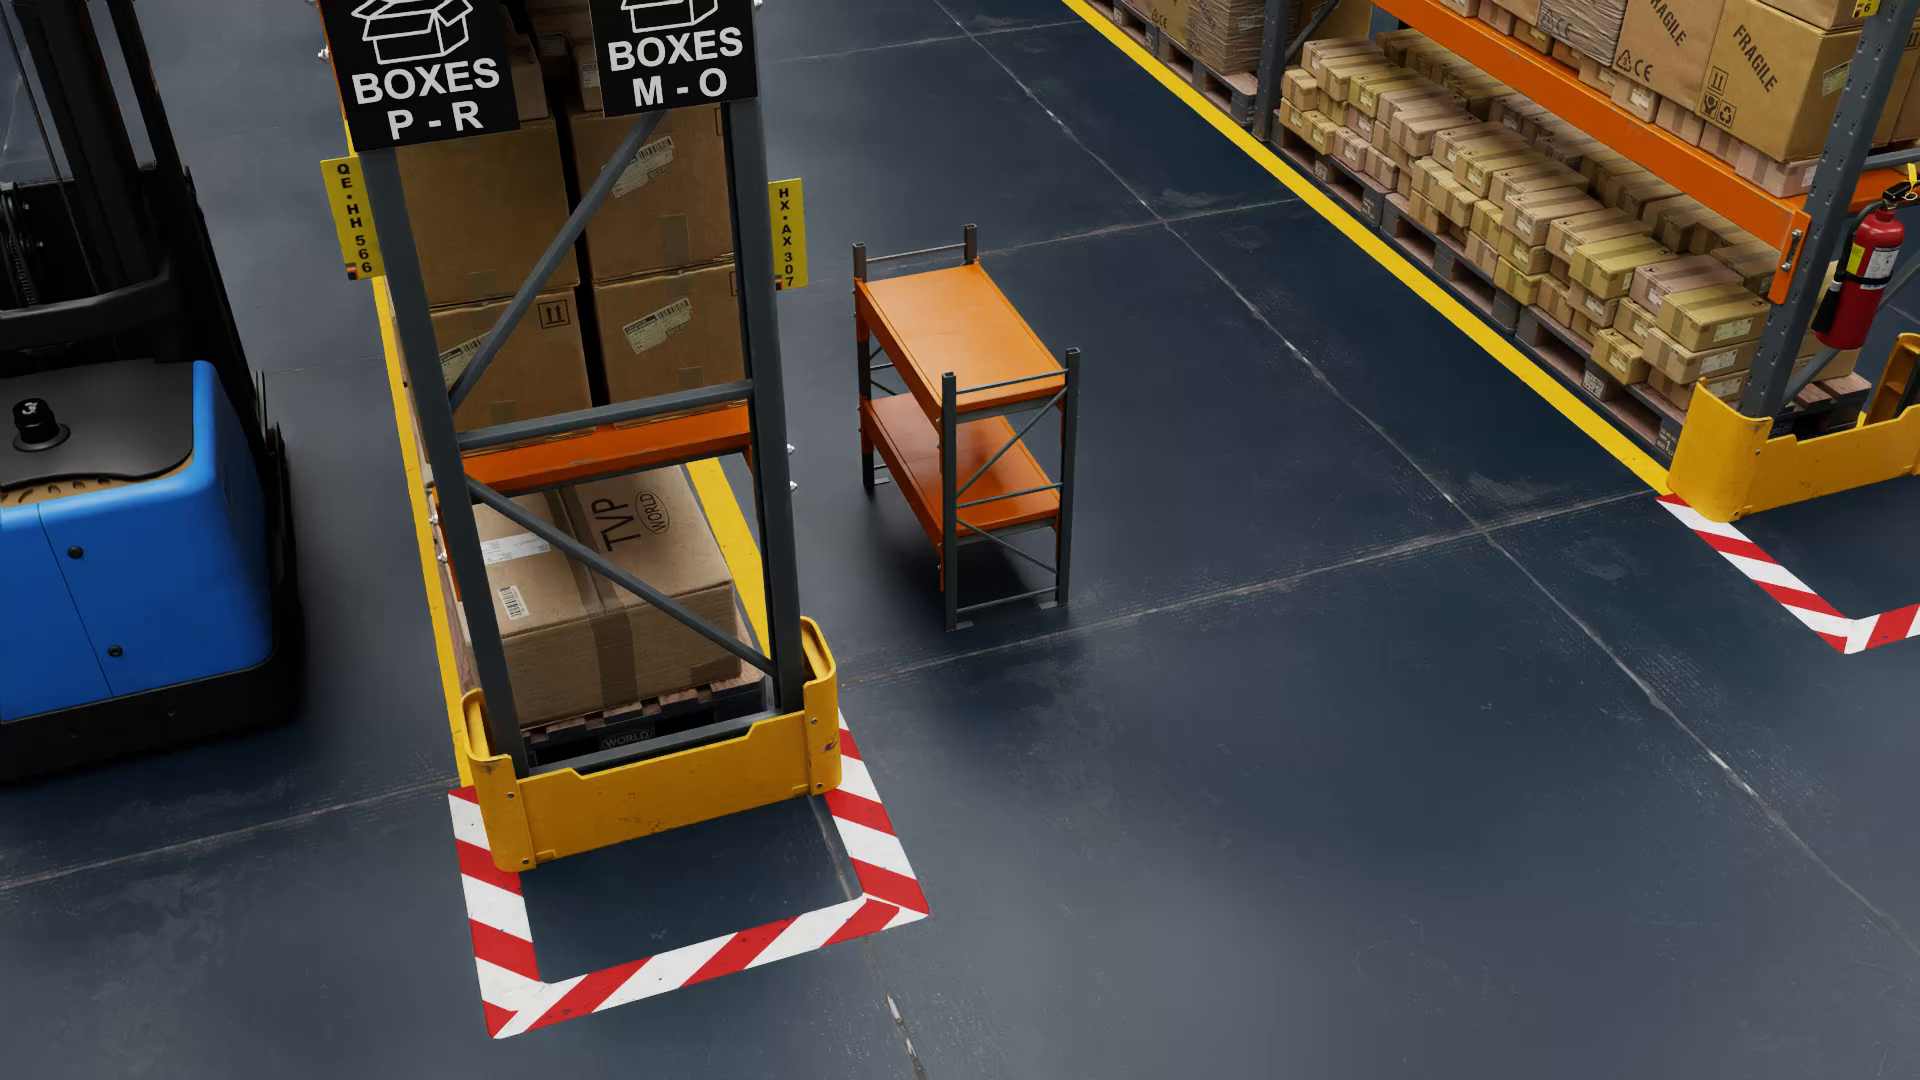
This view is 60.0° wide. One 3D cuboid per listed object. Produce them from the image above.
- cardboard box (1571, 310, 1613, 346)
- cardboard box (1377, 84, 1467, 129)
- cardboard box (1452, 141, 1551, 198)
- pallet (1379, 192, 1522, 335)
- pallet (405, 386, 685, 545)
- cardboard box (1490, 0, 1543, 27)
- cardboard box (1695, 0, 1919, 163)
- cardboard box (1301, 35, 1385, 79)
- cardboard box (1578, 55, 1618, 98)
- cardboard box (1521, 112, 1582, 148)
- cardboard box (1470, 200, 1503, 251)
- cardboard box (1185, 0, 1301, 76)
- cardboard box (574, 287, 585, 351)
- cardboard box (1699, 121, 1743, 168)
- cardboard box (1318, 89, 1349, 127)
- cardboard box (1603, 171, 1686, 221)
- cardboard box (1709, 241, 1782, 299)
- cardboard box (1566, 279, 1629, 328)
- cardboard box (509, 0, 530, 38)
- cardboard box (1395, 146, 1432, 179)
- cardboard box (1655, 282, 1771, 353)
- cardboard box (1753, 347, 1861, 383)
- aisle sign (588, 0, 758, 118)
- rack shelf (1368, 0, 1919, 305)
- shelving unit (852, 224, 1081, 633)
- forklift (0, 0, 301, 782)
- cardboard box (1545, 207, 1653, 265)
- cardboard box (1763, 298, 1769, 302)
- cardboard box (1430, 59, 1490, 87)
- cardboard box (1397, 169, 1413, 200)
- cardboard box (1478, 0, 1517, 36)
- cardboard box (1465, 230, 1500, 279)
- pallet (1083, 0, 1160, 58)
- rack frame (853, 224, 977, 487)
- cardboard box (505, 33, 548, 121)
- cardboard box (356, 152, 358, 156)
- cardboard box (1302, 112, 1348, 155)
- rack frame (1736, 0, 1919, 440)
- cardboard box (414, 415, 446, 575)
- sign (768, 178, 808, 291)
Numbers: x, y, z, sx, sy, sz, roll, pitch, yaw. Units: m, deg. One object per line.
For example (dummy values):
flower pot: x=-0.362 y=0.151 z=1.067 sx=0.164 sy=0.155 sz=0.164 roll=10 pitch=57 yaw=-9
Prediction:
cardboard box: x=3.043 y=-1.007 z=7.614 sx=0.380 sy=0.149 sz=0.250 roll=-13 pitch=39 yaw=-16
cardboard box: x=2.445 y=-2.278 z=8.807 sx=0.380 sy=0.149 sz=0.250 roll=-13 pitch=39 yaw=-17
cardboard box: x=2.675 y=-1.833 z=8.216 sx=0.380 sy=0.149 sz=0.250 roll=-12 pitch=39 yaw=-16
pallet: x=2.925 y=-1.516 z=8.587 sx=1.003 sy=0.211 sz=1.213 roll=-12 pitch=39 yaw=-16
pallet: x=-1.764 y=-0.360 z=7.053 sx=1.003 sy=0.211 sz=1.213 roll=-12 pitch=39 yaw=-16
cardboard box: x=2.700 y=-2.652 z=7.447 sx=0.500 sy=0.500 sz=0.500 roll=-11 pitch=38 yaw=-14
cardboard box: x=3.217 y=-1.792 z=6.305 sx=0.500 sy=0.500 sz=0.500 roll=-12 pitch=39 yaw=-15
cardboard box: x=2.161 y=-2.721 z=9.395 sx=0.380 sy=0.149 sz=0.250 roll=-11 pitch=38 yaw=-14
cardboard box: x=2.913 y=-2.039 z=7.172 sx=0.380 sy=0.149 sz=0.250 roll=-14 pitch=39 yaw=-18
cardboard box: x=3.122 y=-2.090 z=8.557 sx=0.380 sy=0.149 sz=0.250 roll=-14 pitch=39 yaw=-18
cardboard box: x=2.722 y=-1.551 z=8.089 sx=0.380 sy=0.149 sz=0.250 roll=-11 pitch=38 yaw=-14
cardboard box: x=1.746 y=-3.227 z=10.270 sx=0.500 sy=0.500 sz=0.500 roll=-13 pitch=39 yaw=-17
cardboard box: x=-1.095 y=-1.001 z=5.502 sx=0.500 sy=0.500 sz=0.500 roll=-13 pitch=39 yaw=-17
cardboard box: x=3.186 y=-1.606 z=6.598 sx=0.380 sy=0.149 sz=0.250 roll=-13 pitch=39 yaw=-16
cardboard box: x=2.233 y=-2.444 z=9.275 sx=0.380 sy=0.149 sz=0.250 roll=-12 pitch=39 yaw=-16
cardboard box: x=3.328 y=-1.646 z=7.969 sx=0.380 sy=0.149 sz=0.250 roll=-11 pitch=38 yaw=-14
cardboard box: x=3.545 y=-1.196 z=7.371 sx=0.380 sy=0.149 sz=0.250 roll=-12 pitch=39 yaw=-15
cardboard box: x=2.984 y=-1.112 z=7.507 sx=0.380 sy=0.149 sz=0.250 roll=-14 pitch=39 yaw=-18
cardboard box: x=-1.081 y=-1.410 z=5.215 sx=0.500 sy=0.500 sz=0.500 roll=-13 pitch=39 yaw=-17
cardboard box: x=2.513 y=-2.001 z=8.686 sx=0.380 sy=0.149 sz=0.250 roll=-11 pitch=38 yaw=-14
cardboard box: x=3.194 y=-0.945 z=7.038 sx=0.380 sy=0.149 sz=0.250 roll=-12 pitch=39 yaw=-15
cardboard box: x=3.734 y=-0.824 z=7.371 sx=0.380 sy=0.149 sz=0.250 roll=-12 pitch=39 yaw=-15
aisle sign: x=-0.702 y=-1.408 z=3.965 sx=0.394 sy=0.787 sz=0.004 roll=-12 pitch=39 yaw=-16
rack shelf: x=2.925 y=-2.275 z=7.875 sx=1.077 sy=0.370 sz=4.000 roll=-12 pitch=39 yaw=-16
shelving unit: x=0.002 y=-0.445 z=6.407 sx=0.538 sy=1.125 sz=1.048 roll=-12 pitch=39 yaw=-16
forklift: x=-3.341 y=-1.245 z=5.967 sx=1.130 sy=2.935 sz=3.031 roll=-13 pitch=39 yaw=-16
cardboard box: x=2.923 y=-1.379 z=7.613 sx=0.380 sy=0.149 sz=0.250 roll=-14 pitch=39 yaw=-18
cardboard box: x=3.633 y=-1.096 z=7.485 sx=0.380 sy=0.149 sz=0.250 roll=-13 pitch=39 yaw=-16
cardboard box: x=2.822 y=-2.536 z=9.150 sx=0.380 sy=0.149 sz=0.250 roll=-13 pitch=39 yaw=-16
cardboard box: x=2.546 y=-1.891 z=8.788 sx=0.380 sy=0.149 sz=0.250 roll=-14 pitch=39 yaw=-18
cardboard box: x=2.662 y=-2.488 z=7.769 sx=0.380 sy=0.149 sz=0.250 roll=-11 pitch=38 yaw=-14
cardboard box: x=2.724 y=-1.433 z=8.180 sx=0.380 sy=0.149 sz=0.250 roll=-12 pitch=39 yaw=-15
pallet: x=1.544 y=-3.708 z=11.497 sx=1.003 sy=0.211 sz=1.213 roll=-12 pitch=39 yaw=-16
rack frame: x=-0.173 y=-0.733 z=6.788 sx=0.500 sy=1.125 sz=0.032 roll=-12 pitch=39 yaw=-16
cardboard box: x=-1.311 y=-1.210 z=4.410 sx=0.380 sy=0.149 sz=0.250 roll=-12 pitch=39 yaw=-15
cardboard box: x=-1.596 y=-1.302 z=5.071 sx=0.500 sy=0.500 sz=0.500 roll=-12 pitch=39 yaw=-16
cardboard box: x=2.152 y=-2.298 z=9.329 sx=0.380 sy=0.149 sz=0.250 roll=-11 pitch=38 yaw=-15
rack frame: x=3.614 y=-1.432 z=6.158 sx=1.000 sy=3.000 sz=0.127 roll=-12 pitch=39 yaw=-16
cardboard box: x=-1.643 y=-0.362 z=6.518 sx=0.875 sy=0.438 sz=0.875 roll=-11 pitch=38 yaw=-15
sign: x=-0.476 y=-0.839 z=4.586 sx=0.100 sy=0.325 sz=0.005 roll=-12 pitch=39 yaw=-16
